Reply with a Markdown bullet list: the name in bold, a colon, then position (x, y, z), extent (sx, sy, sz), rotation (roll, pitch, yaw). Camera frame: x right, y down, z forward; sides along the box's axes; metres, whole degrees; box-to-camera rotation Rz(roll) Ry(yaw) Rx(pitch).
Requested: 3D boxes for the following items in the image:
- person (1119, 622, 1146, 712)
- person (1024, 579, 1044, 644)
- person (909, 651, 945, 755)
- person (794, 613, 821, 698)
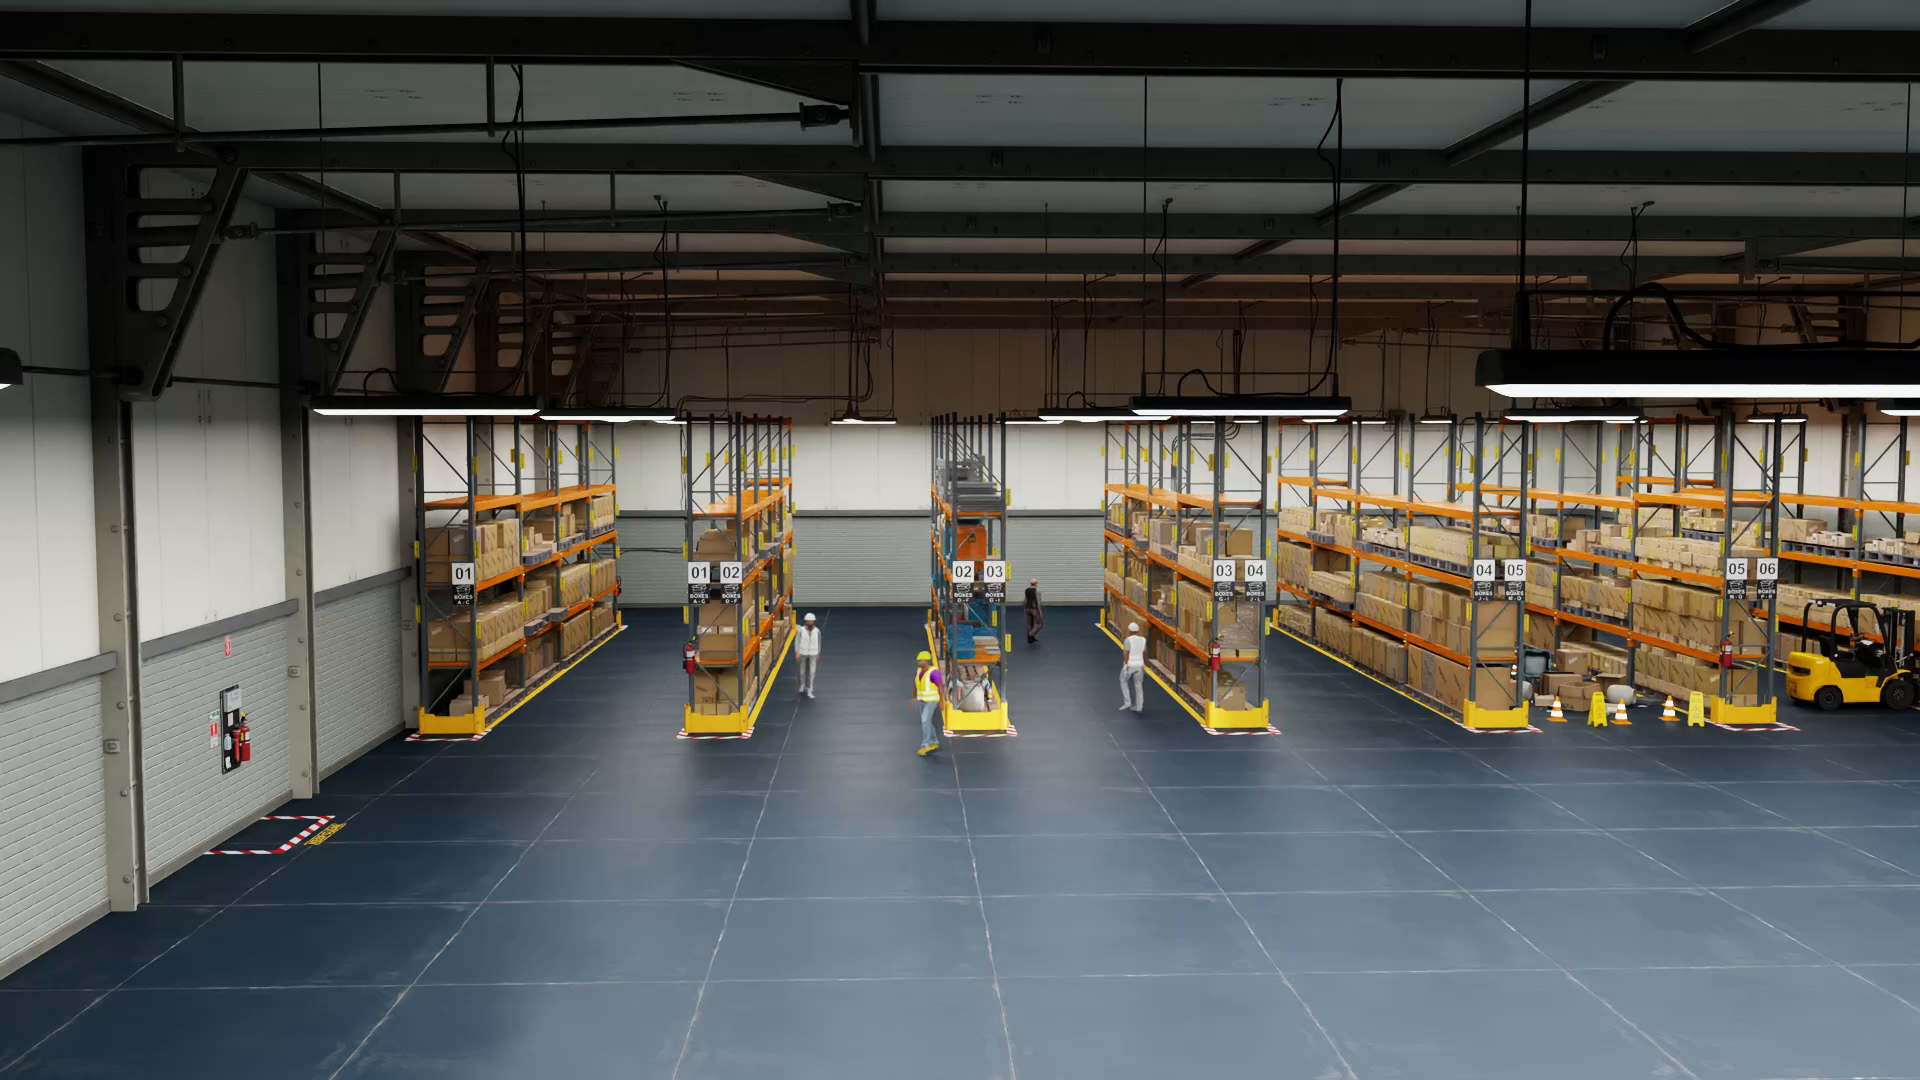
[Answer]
- **person**: position (3.512, 2.557, 33.471), extent (0.584, 1.791, 0.530), rotation (-2, 4, -22)
- **person**: position (1.899, 1.879, 43.818), extent (0.511, 1.718, 0.570), rotation (-4, 5, -44)
- **person**: position (-0.639, 2.847, 29.277), extent (0.737, 1.757, 0.654), rotation (-3, 5, -40)
- **person**: position (-3.235, 2.449, 35.478), extent (0.612, 1.770, 0.768), rotation (-1, 4, -19)
